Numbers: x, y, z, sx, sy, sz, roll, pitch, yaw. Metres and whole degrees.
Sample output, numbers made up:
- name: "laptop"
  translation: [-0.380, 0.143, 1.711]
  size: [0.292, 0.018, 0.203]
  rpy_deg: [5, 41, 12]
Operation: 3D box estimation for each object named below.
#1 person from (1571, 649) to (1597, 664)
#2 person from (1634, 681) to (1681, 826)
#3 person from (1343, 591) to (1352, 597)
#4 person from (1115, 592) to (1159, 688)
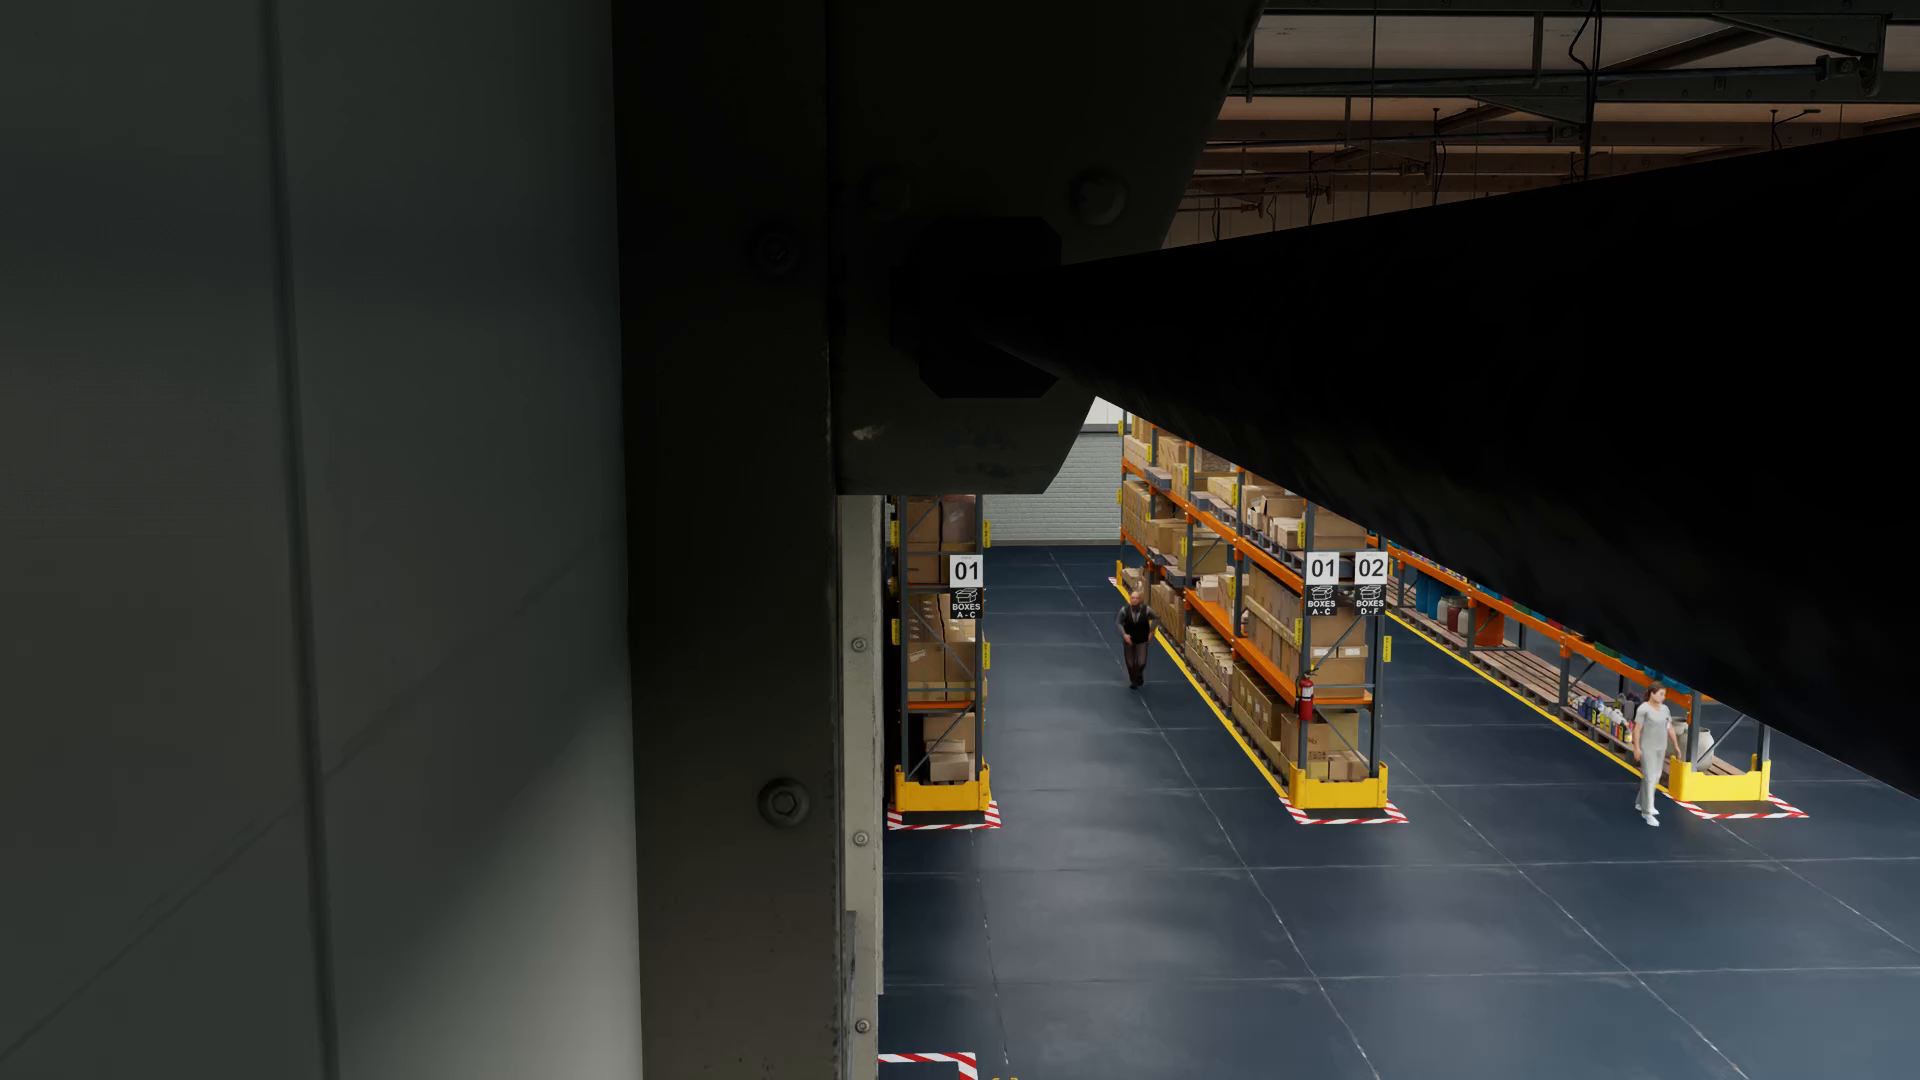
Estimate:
- name: "person"
  translation: [10.893, 1.257, 28.844]
  size: [0.443, 1.620, 1.041]
  rpy_deg: [-2, 9, -12]
- name: "person"
  translation: [8.430, 2.563, 20.147]
  size: [0.490, 1.701, 0.581]
  rpy_deg: [-3, 9, -18]
- name: "person"
  translation: [8.078, 0.507, 34.555]
  size: [0.429, 1.447, 0.834]
  rpy_deg: [3, 9, 20]
- name: "person"
  translation: [2.837, 1.608, 26.634]
  size: [0.696, 1.634, 0.721]
  rpy_deg: [1, 8, 7]
